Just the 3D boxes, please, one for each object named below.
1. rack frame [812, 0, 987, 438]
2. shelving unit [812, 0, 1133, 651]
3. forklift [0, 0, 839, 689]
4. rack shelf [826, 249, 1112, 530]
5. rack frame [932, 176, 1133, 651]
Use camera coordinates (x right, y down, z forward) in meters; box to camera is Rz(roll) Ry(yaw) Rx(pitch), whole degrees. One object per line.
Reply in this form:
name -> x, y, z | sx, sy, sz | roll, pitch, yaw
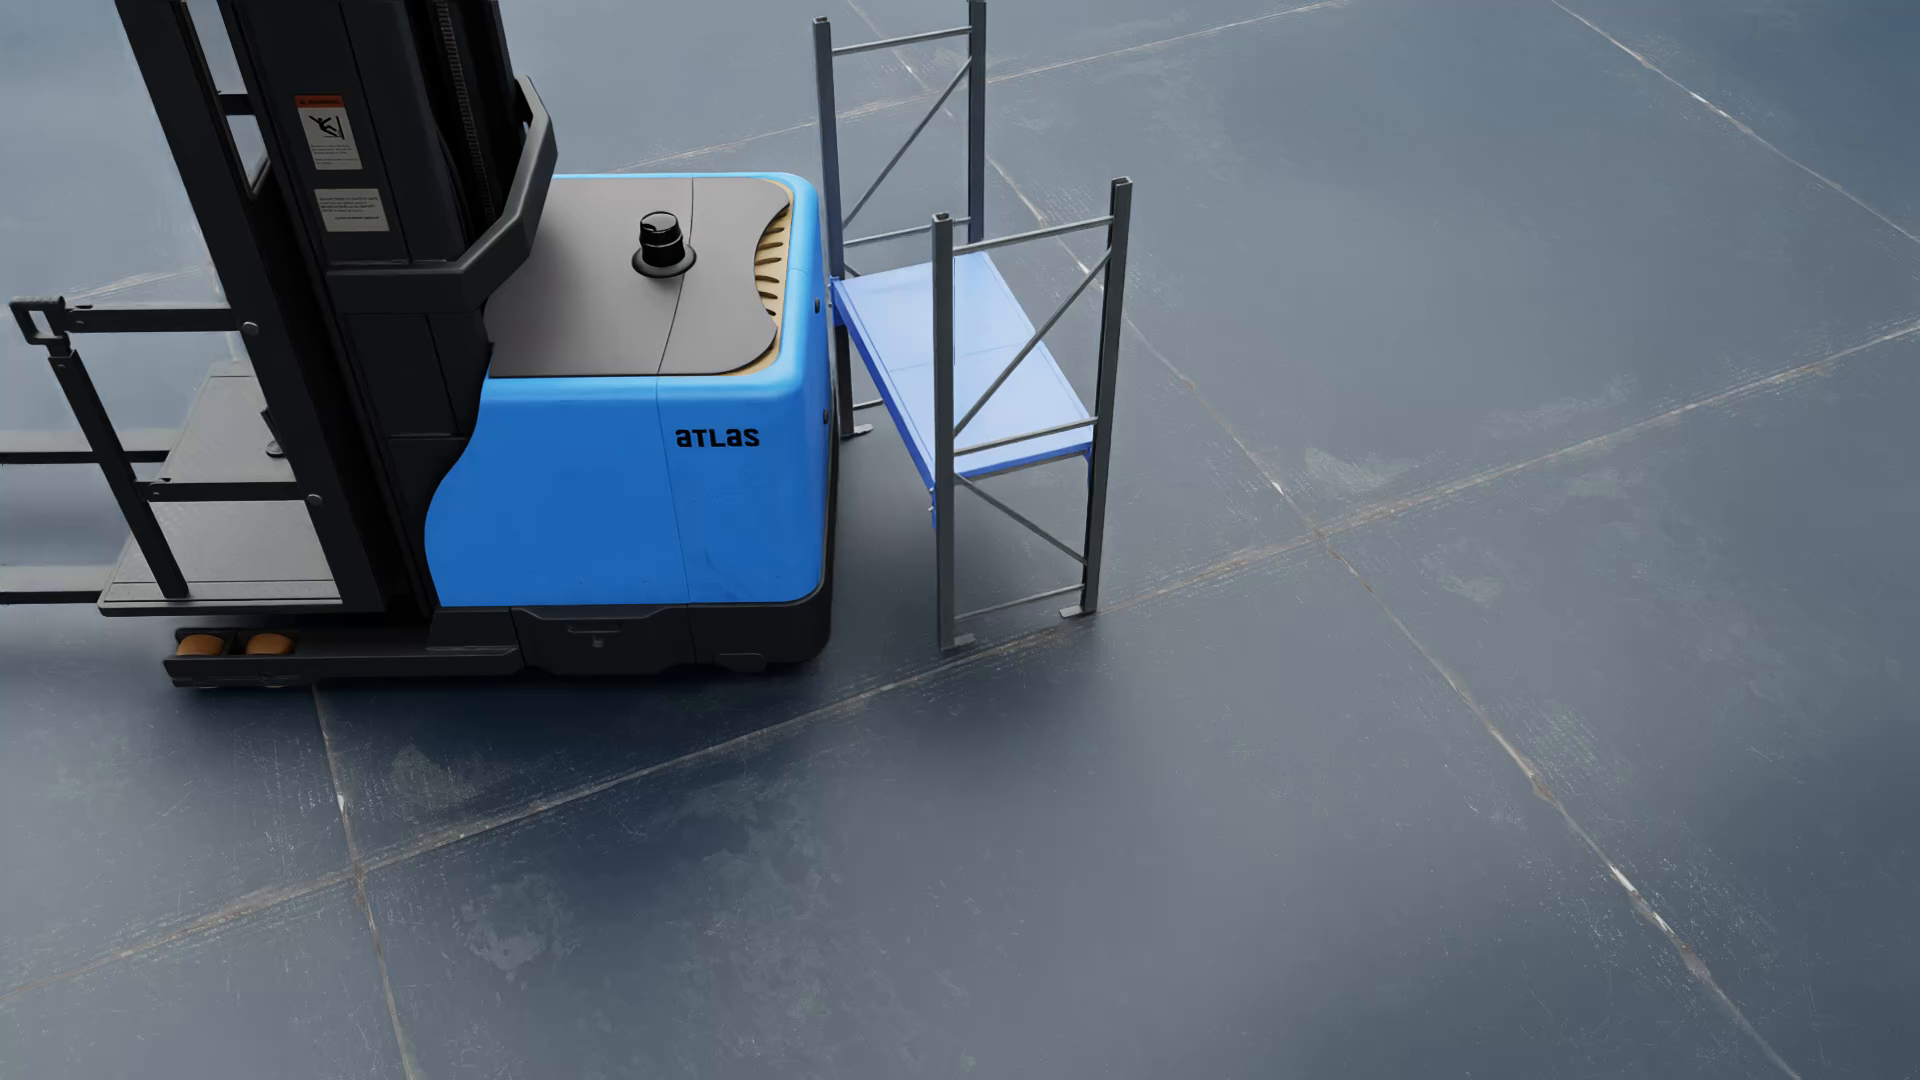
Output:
rack frame -> -0.166, -0.946, 5.141 | 0.500, 1.500, 0.032 | -14, 46, -14
shelving unit -> 0.004, -0.610, 4.800 | 0.538, 1.500, 1.048 | -14, 46, -14
forklift -> -1.904, -0.990, 4.166 | 3.031, 2.935, 1.130 | -1, 45, -1
rack shelf -> 0.004, -0.482, 4.927 | 0.538, 0.185, 1.000 | -14, 46, -14
rack frame -> 0.174, -0.273, 4.459 | 0.500, 1.500, 0.032 | -14, 46, -14
